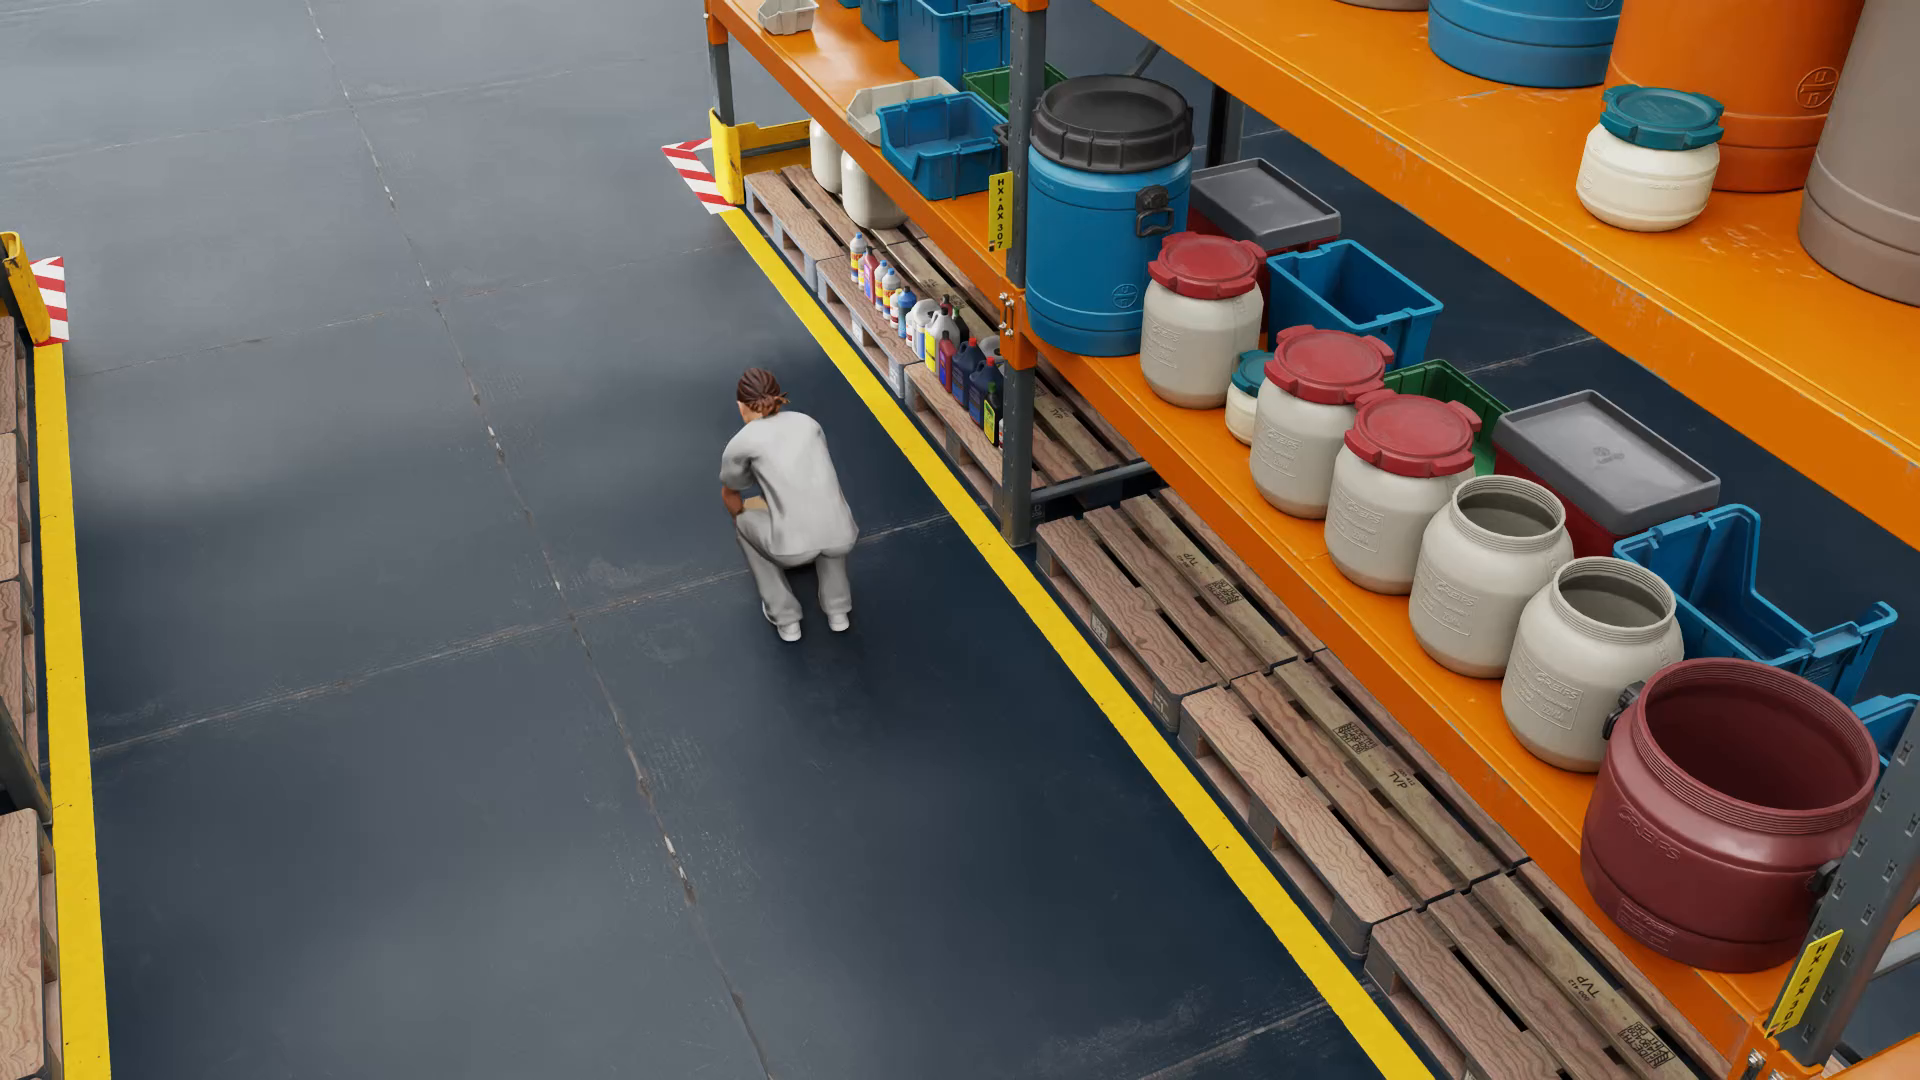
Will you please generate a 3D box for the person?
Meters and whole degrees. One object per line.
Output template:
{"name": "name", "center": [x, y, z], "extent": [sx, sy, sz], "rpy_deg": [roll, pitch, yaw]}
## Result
{"name": "person", "center": [-0.709, -0.125, 6.855], "extent": [0.488, 1.023, 0.777], "rpy_deg": [-13, 39, -16]}
